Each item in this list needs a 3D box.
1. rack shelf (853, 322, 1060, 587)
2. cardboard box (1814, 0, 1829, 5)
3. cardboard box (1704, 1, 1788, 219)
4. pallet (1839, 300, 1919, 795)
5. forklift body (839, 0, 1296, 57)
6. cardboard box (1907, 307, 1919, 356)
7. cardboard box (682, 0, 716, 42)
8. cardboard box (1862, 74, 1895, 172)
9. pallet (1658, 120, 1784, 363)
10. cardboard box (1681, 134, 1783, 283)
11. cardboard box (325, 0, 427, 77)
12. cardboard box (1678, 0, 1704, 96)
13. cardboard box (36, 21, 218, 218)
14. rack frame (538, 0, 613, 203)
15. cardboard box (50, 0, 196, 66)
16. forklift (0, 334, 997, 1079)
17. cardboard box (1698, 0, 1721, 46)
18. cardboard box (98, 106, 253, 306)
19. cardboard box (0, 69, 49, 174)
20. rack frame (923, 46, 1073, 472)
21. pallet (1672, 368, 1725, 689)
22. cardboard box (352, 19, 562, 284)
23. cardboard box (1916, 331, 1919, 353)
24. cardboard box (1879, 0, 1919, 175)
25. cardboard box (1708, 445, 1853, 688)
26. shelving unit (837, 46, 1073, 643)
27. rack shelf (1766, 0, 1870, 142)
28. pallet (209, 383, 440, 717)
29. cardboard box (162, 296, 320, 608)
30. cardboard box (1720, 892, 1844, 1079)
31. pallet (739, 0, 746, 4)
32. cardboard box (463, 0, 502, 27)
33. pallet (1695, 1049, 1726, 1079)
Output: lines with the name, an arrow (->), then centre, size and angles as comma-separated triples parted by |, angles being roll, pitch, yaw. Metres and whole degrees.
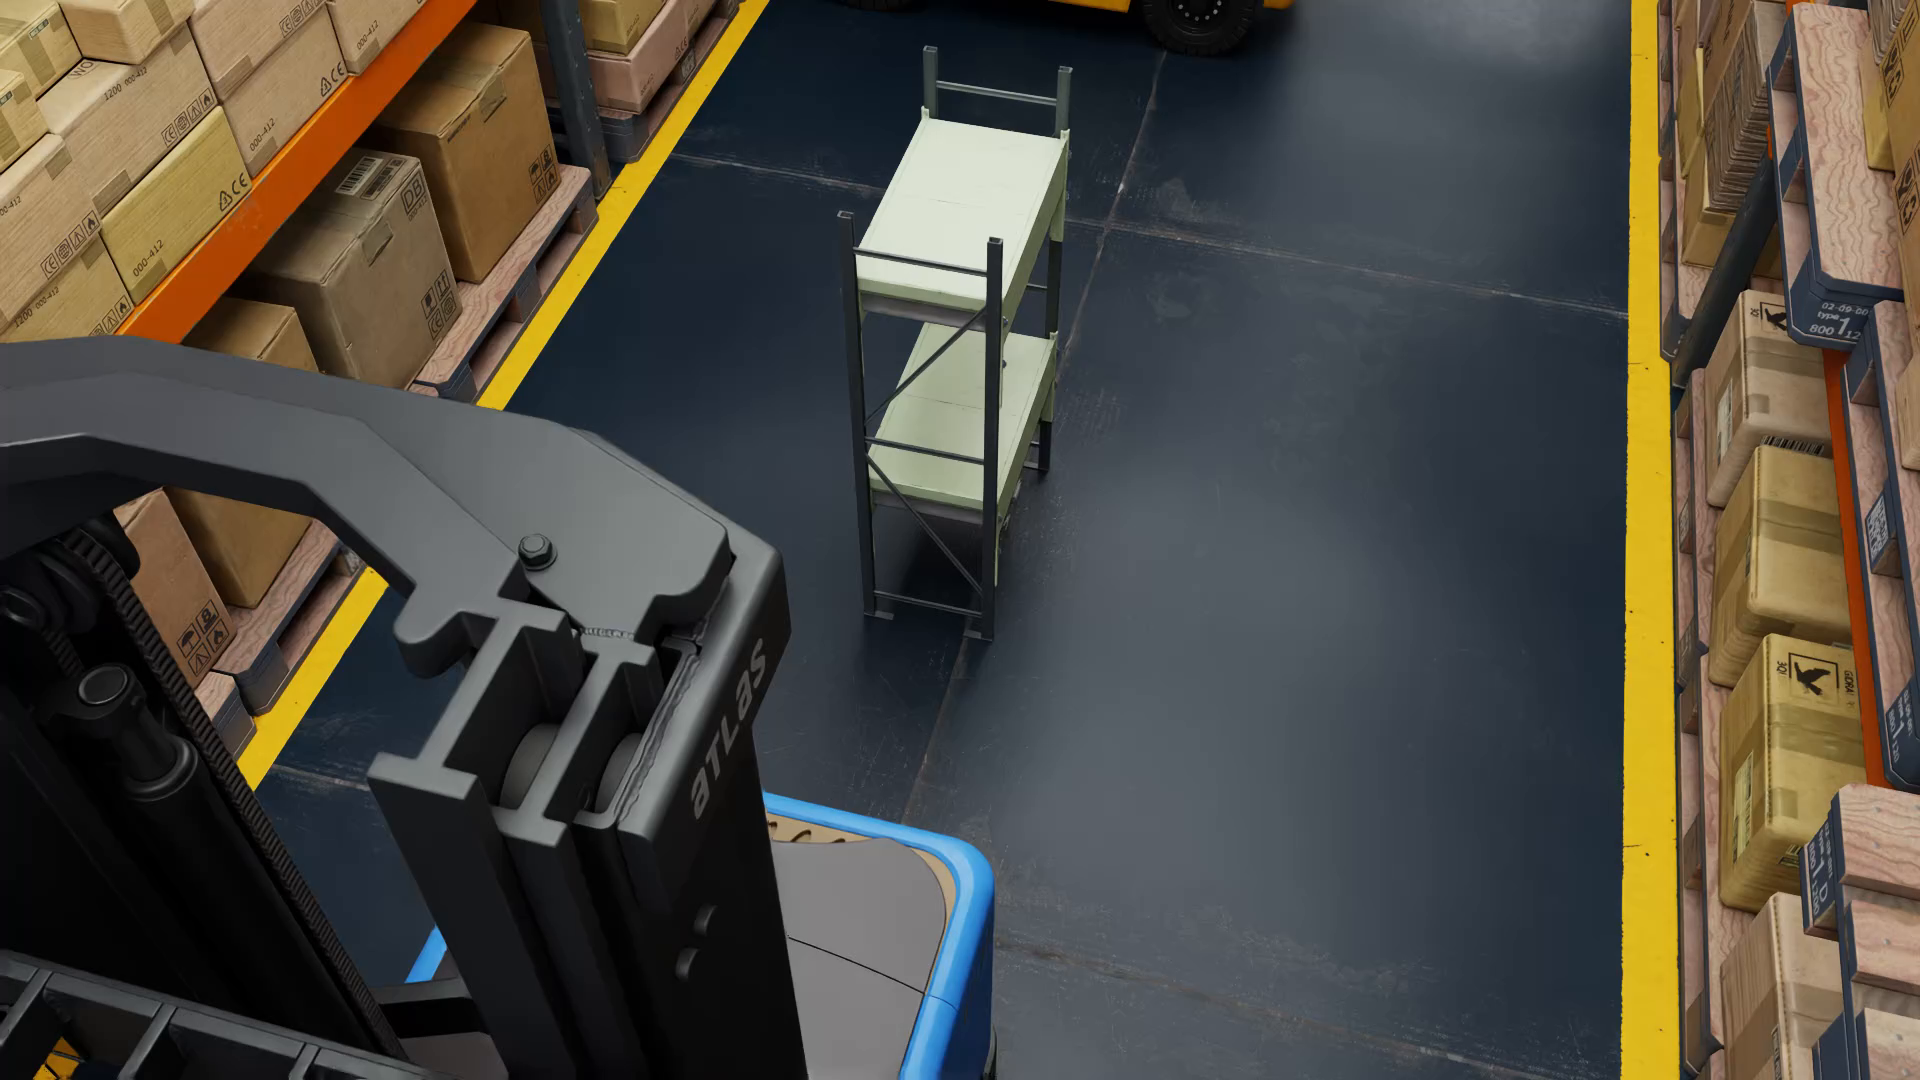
rack shelf -> 0.002, -0.285, 4.936 | 0.431, 0.370, 0.720 | 12, 50, 10
cardboard box -> 2.730, -1.667, 4.888 | 0.380, 0.149, 0.250 | 11, 50, 10
cardboard box -> 2.837, -1.416, 5.553 | 0.500, 0.500, 0.500 | 11, 49, 10
pallet -> 2.369, 0.059, 3.325 | 1.003, 0.211, 1.213 | 12, 50, 10
forklift body -> 0.464, -3.315, 6.742 | 2.313, 2.155, 1.214 | 12, 50, 10
cardboard box -> 2.240, -0.421, 3.508 | 0.380, 0.149, 0.250 | 12, 50, 10
cardboard box -> -1.284, -2.319, 6.850 | 0.500, 0.250, 0.500 | 11, 49, 9
cardboard box -> 2.415, -0.997, 4.017 | 0.380, 0.149, 0.250 | 12, 50, 11
pallet -> 3.083, -1.028, 6.016 | 1.003, 0.211, 1.213 | 12, 50, 10
cardboard box -> 2.836, -1.168, 5.834 | 0.500, 0.250, 0.500 | 14, 50, 12
cardboard box -> -1.857, -1.604, 4.765 | 0.500, 0.250, 0.500 | 11, 50, 10
cardboard box -> 3.105, -1.922, 6.499 | 0.500, 0.250, 0.500 | 12, 50, 11
cardboard box -> -2.152, -1.041, 3.935 | 0.500, 0.250, 0.500 | 12, 50, 11
rack frame -> -1.850, -2.435, 5.398 | 1.000, 3.000, 0.127 | 12, 50, 10
cardboard box -> -2.028, -1.254, 3.857 | 0.380, 0.149, 0.250 | 10, 49, 9
forklift -> -0.801, 1.319, 2.131 | 1.130, 2.935, 3.031 | 12, 50, 10
cardboard box -> 3.102, -2.154, 6.204 | 0.500, 0.500, 0.500 | 14, 50, 12
cardboard box -> -2.146, -0.876, 4.123 | 0.500, 0.250, 0.500 | 13, 50, 11
cardboard box -> -2.205, -0.897, 3.542 | 0.380, 0.149, 0.250 | 13, 50, 11
rack frame -> 0.098, -0.766, 4.926 | 0.400, 1.500, 0.023 | 12, 50, 10
pallet -> 2.736, 0.028, 5.084 | 1.003, 0.211, 1.213 | 12, 50, 10
cardboard box -> -1.976, -1.408, 5.796 | 0.875, 0.625, 0.625 | 14, 50, 12
cardboard box -> 2.140, -0.355, 3.017 | 0.500, 0.500, 0.500 | 10, 49, 8
cardboard box -> 2.409, -1.083, 3.660 | 0.500, 0.500, 0.500 | 12, 50, 10
cardboard box -> 2.618, 0.173, 4.569 | 0.950, 0.372, 0.625 | 14, 50, 12
shelving unit -> 0.002, -0.501, 4.692 | 0.431, 1.500, 0.755 | 12, 50, 10
rack shelf -> 3.466, -2.666, 6.082 | 1.077, 0.370, 4.000 | 12, 50, 10
pallet -> -2.325, -0.086, 5.185 | 1.003, 0.211, 1.213 | 12, 50, 10
cardboard box -> -2.384, -0.304, 4.822 | 0.875, 0.625, 0.625 | 10, 49, 8
cardboard box -> 2.232, 1.224, 3.642 | 0.950, 0.372, 0.625 | 11, 49, 9
pallet -> -1.281, -2.964, 7.725 | 1.003, 0.211, 1.213 | 12, 50, 10
cardboard box -> -1.919, -2.222, 6.431 | 0.500, 0.250, 0.500 | 11, 49, 9
pallet -> 2.094, 1.793, 3.527 | 1.003, 0.211, 1.213 | 12, 50, 10
